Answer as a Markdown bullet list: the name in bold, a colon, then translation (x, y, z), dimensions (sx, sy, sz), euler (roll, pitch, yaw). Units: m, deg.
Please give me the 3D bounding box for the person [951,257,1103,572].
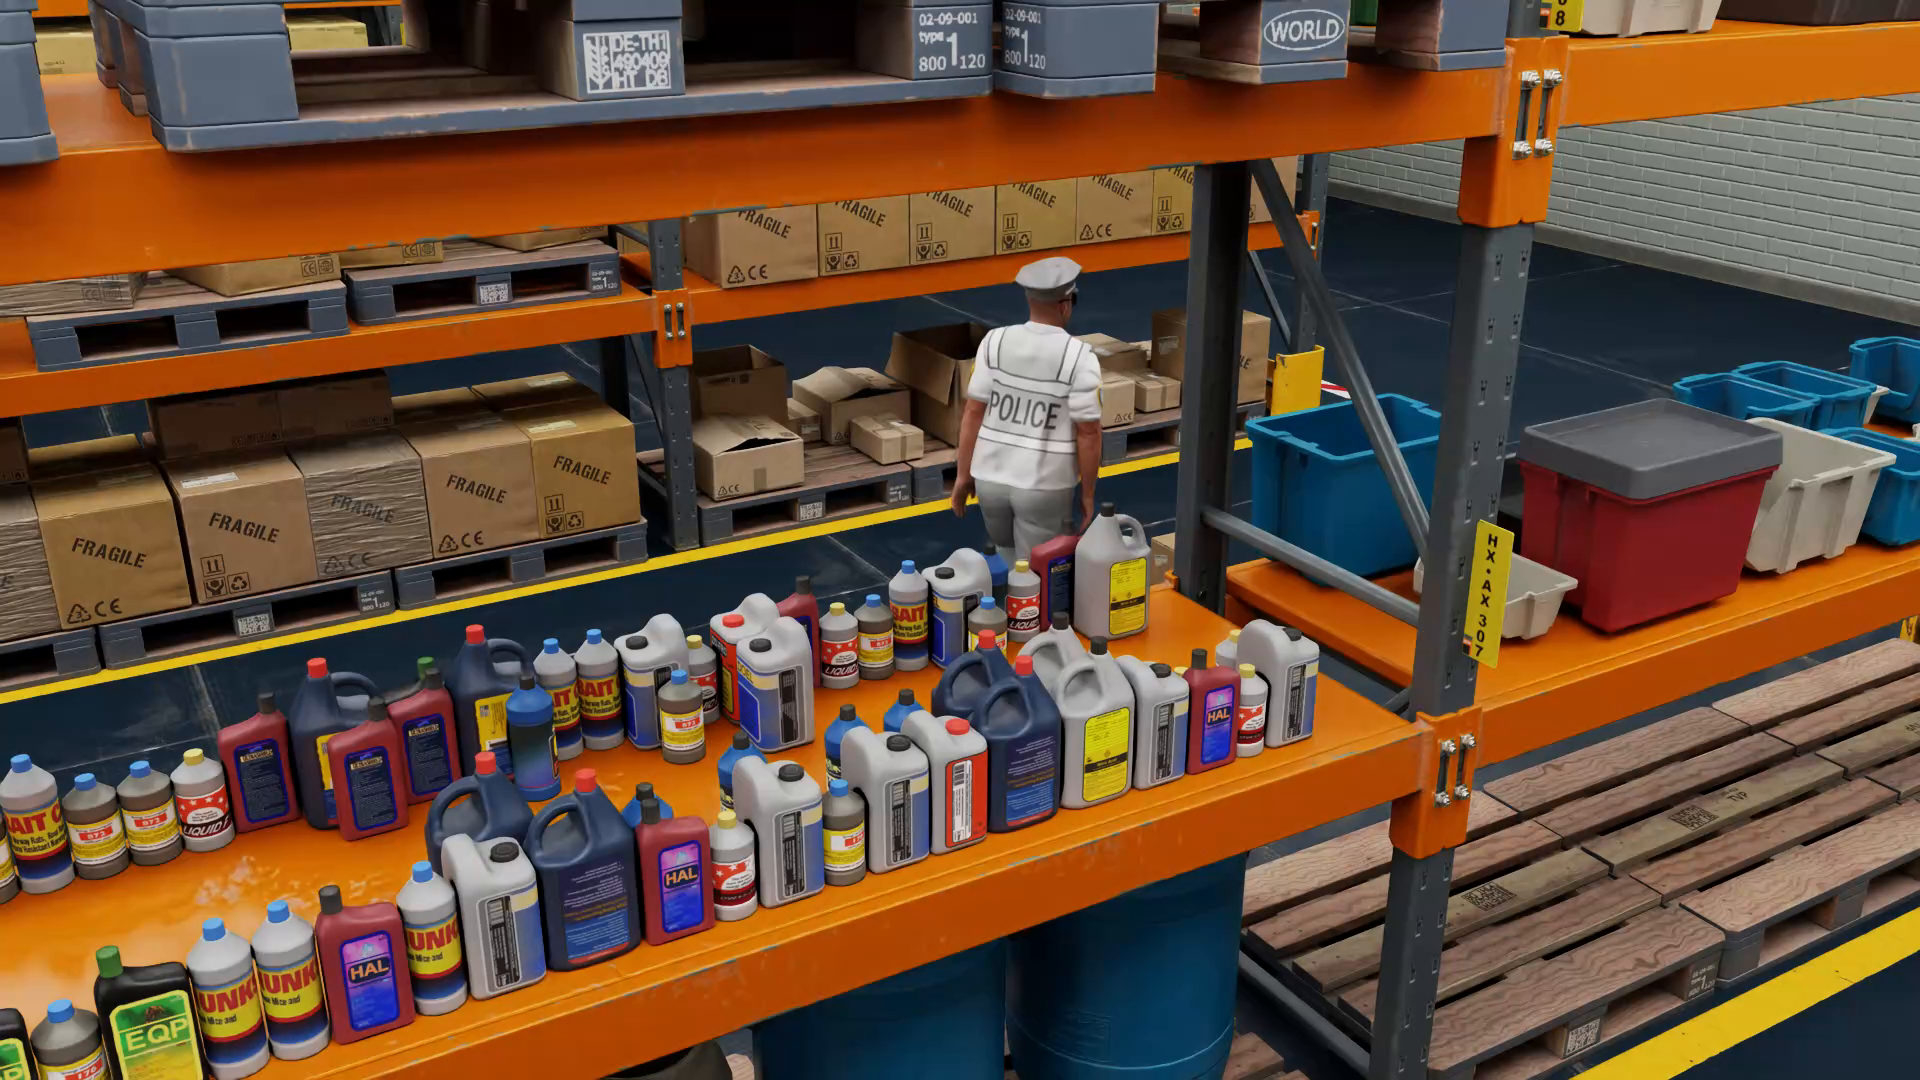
- **person**: translation (0.278, -0.224, 6.602), dimensions (0.571, 1.758, 0.518), euler (11, 24, 26)
